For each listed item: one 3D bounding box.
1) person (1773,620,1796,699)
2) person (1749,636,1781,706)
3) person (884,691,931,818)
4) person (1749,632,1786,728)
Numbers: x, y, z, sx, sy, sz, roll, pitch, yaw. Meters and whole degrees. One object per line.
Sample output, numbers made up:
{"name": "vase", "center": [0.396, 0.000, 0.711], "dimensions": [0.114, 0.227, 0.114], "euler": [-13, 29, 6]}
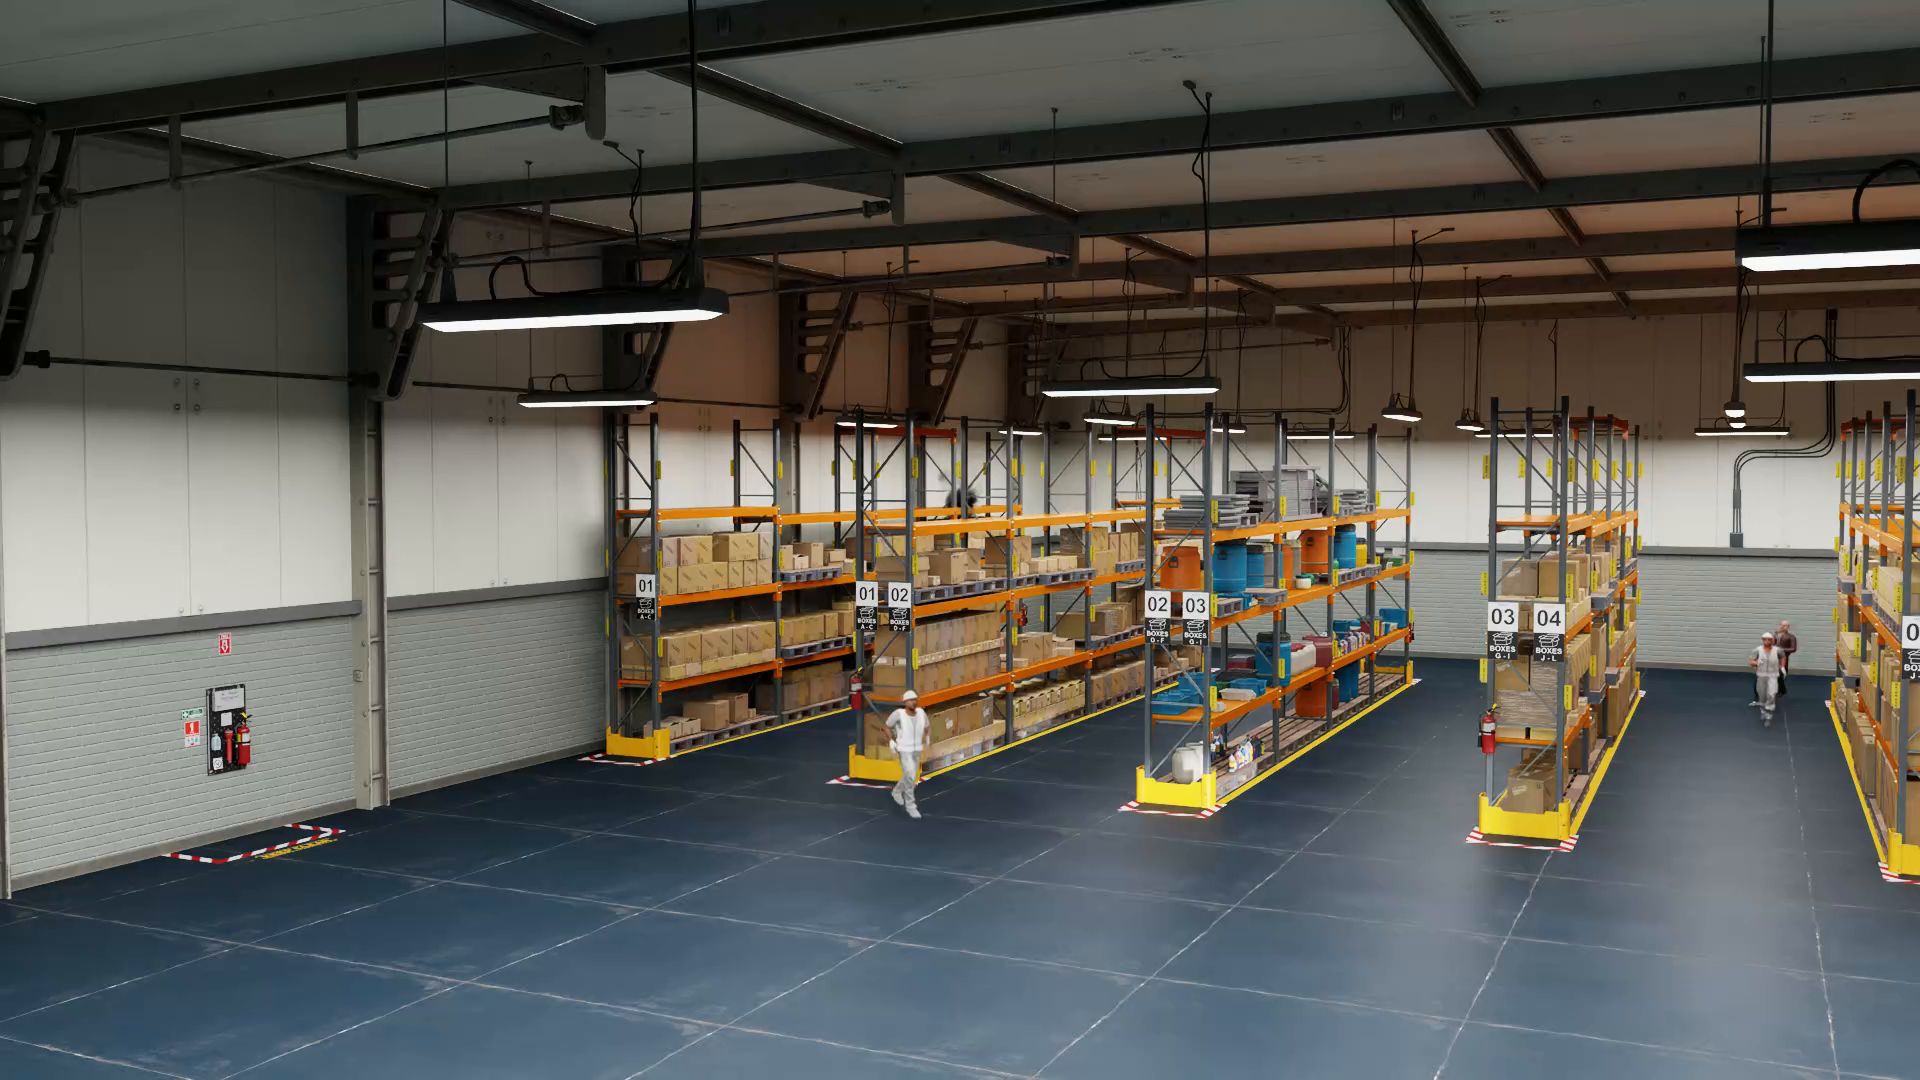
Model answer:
{"name": "person", "center": [17.580, 2.608, 35.691], "dimensions": [0.986, 1.768, 0.719], "euler": [-2, 3, -32]}
{"name": "person", "center": [17.168, 2.780, 35.258], "dimensions": [0.518, 1.521, 0.630], "euler": [-2, 3, -40]}
{"name": "person", "center": [-0.752, 3.093, 24.252], "dimensions": [0.674, 1.827, 0.823], "euler": [-2, 3, -35]}
{"name": "person", "center": [15.825, 2.714, 32.597], "dimensions": [0.653, 1.822, 0.910], "euler": [1, 3, 29]}
